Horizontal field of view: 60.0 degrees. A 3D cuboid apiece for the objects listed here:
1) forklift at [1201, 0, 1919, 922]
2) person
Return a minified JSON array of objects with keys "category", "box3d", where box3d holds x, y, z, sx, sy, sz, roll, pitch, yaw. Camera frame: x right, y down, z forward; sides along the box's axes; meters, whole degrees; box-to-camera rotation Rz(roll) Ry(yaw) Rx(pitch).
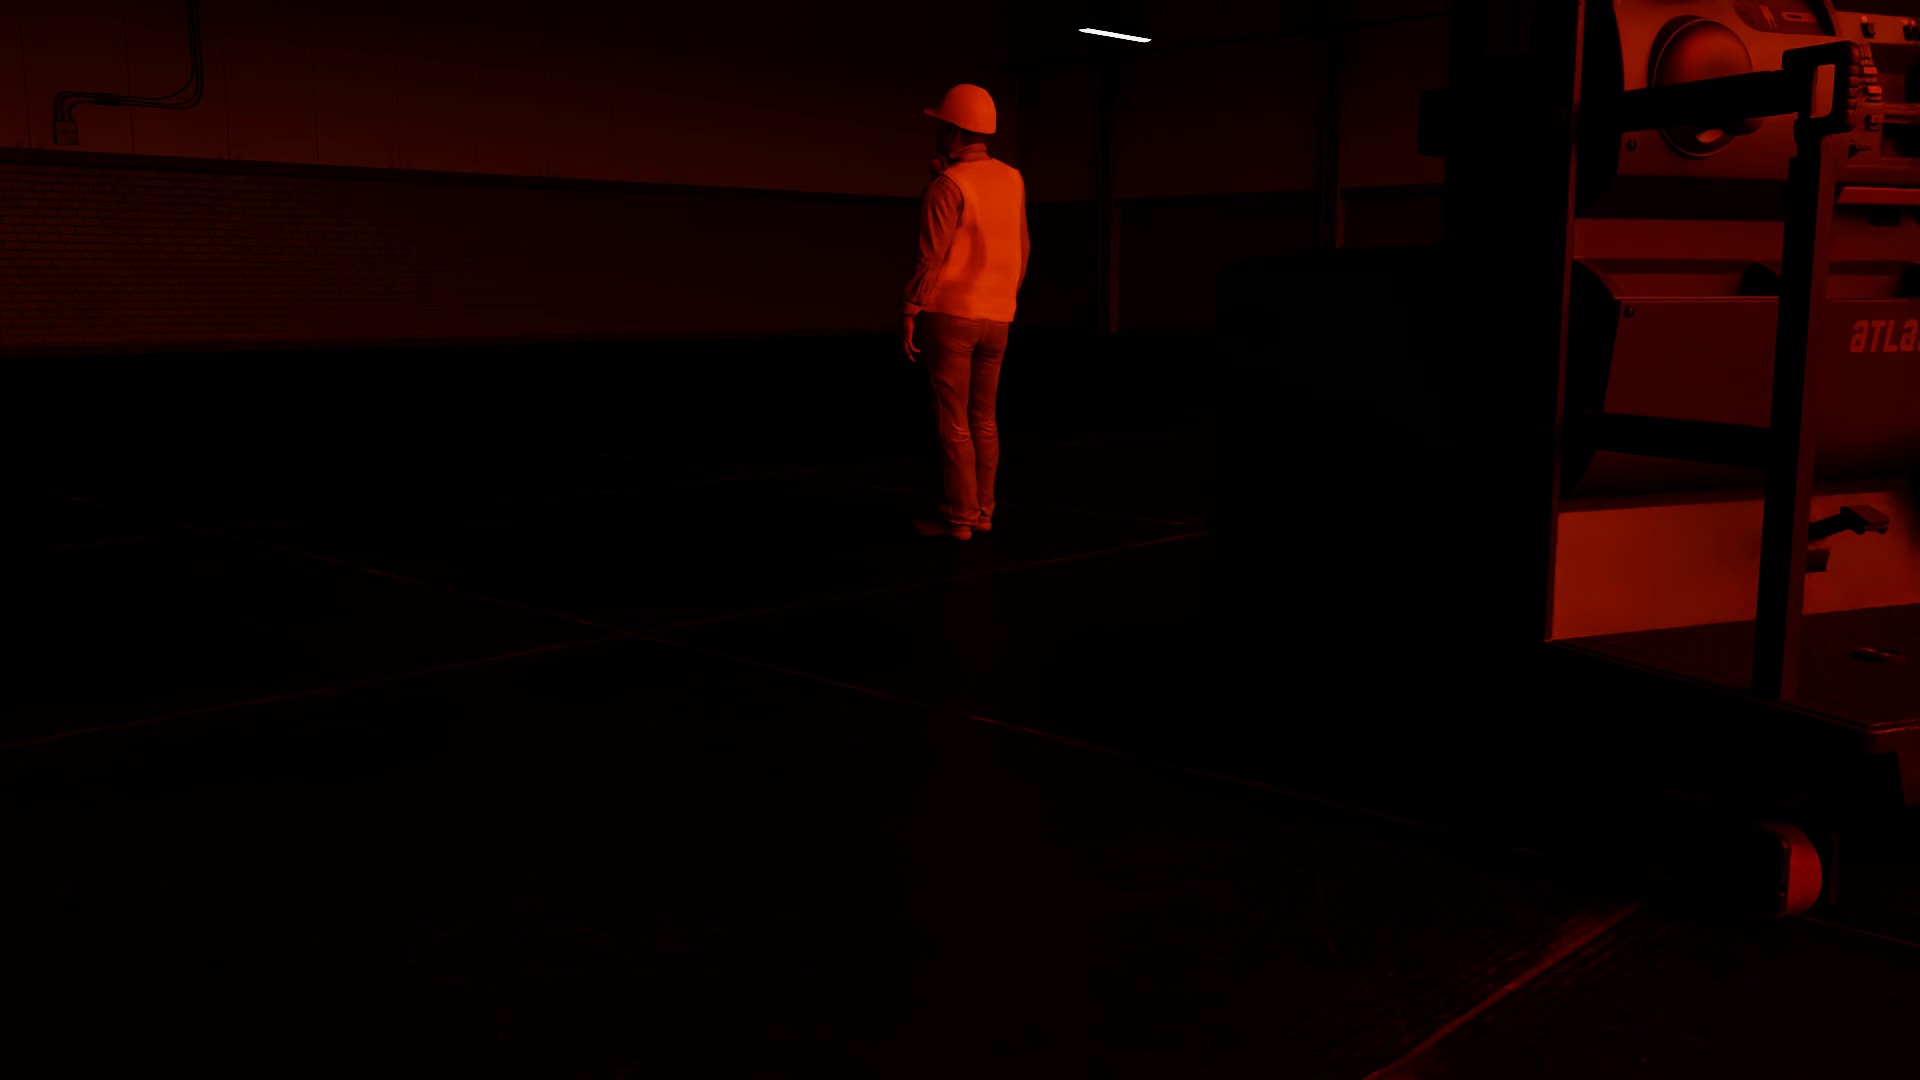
[{"category":"forklift","box3d":[1.649,-0.910,2.913,1.130,2.935,3.031,-4,9,-22]},{"category":"person","box3d":[-0.039,-0.892,6.632,0.568,1.773,0.632,8,12,43]}]
